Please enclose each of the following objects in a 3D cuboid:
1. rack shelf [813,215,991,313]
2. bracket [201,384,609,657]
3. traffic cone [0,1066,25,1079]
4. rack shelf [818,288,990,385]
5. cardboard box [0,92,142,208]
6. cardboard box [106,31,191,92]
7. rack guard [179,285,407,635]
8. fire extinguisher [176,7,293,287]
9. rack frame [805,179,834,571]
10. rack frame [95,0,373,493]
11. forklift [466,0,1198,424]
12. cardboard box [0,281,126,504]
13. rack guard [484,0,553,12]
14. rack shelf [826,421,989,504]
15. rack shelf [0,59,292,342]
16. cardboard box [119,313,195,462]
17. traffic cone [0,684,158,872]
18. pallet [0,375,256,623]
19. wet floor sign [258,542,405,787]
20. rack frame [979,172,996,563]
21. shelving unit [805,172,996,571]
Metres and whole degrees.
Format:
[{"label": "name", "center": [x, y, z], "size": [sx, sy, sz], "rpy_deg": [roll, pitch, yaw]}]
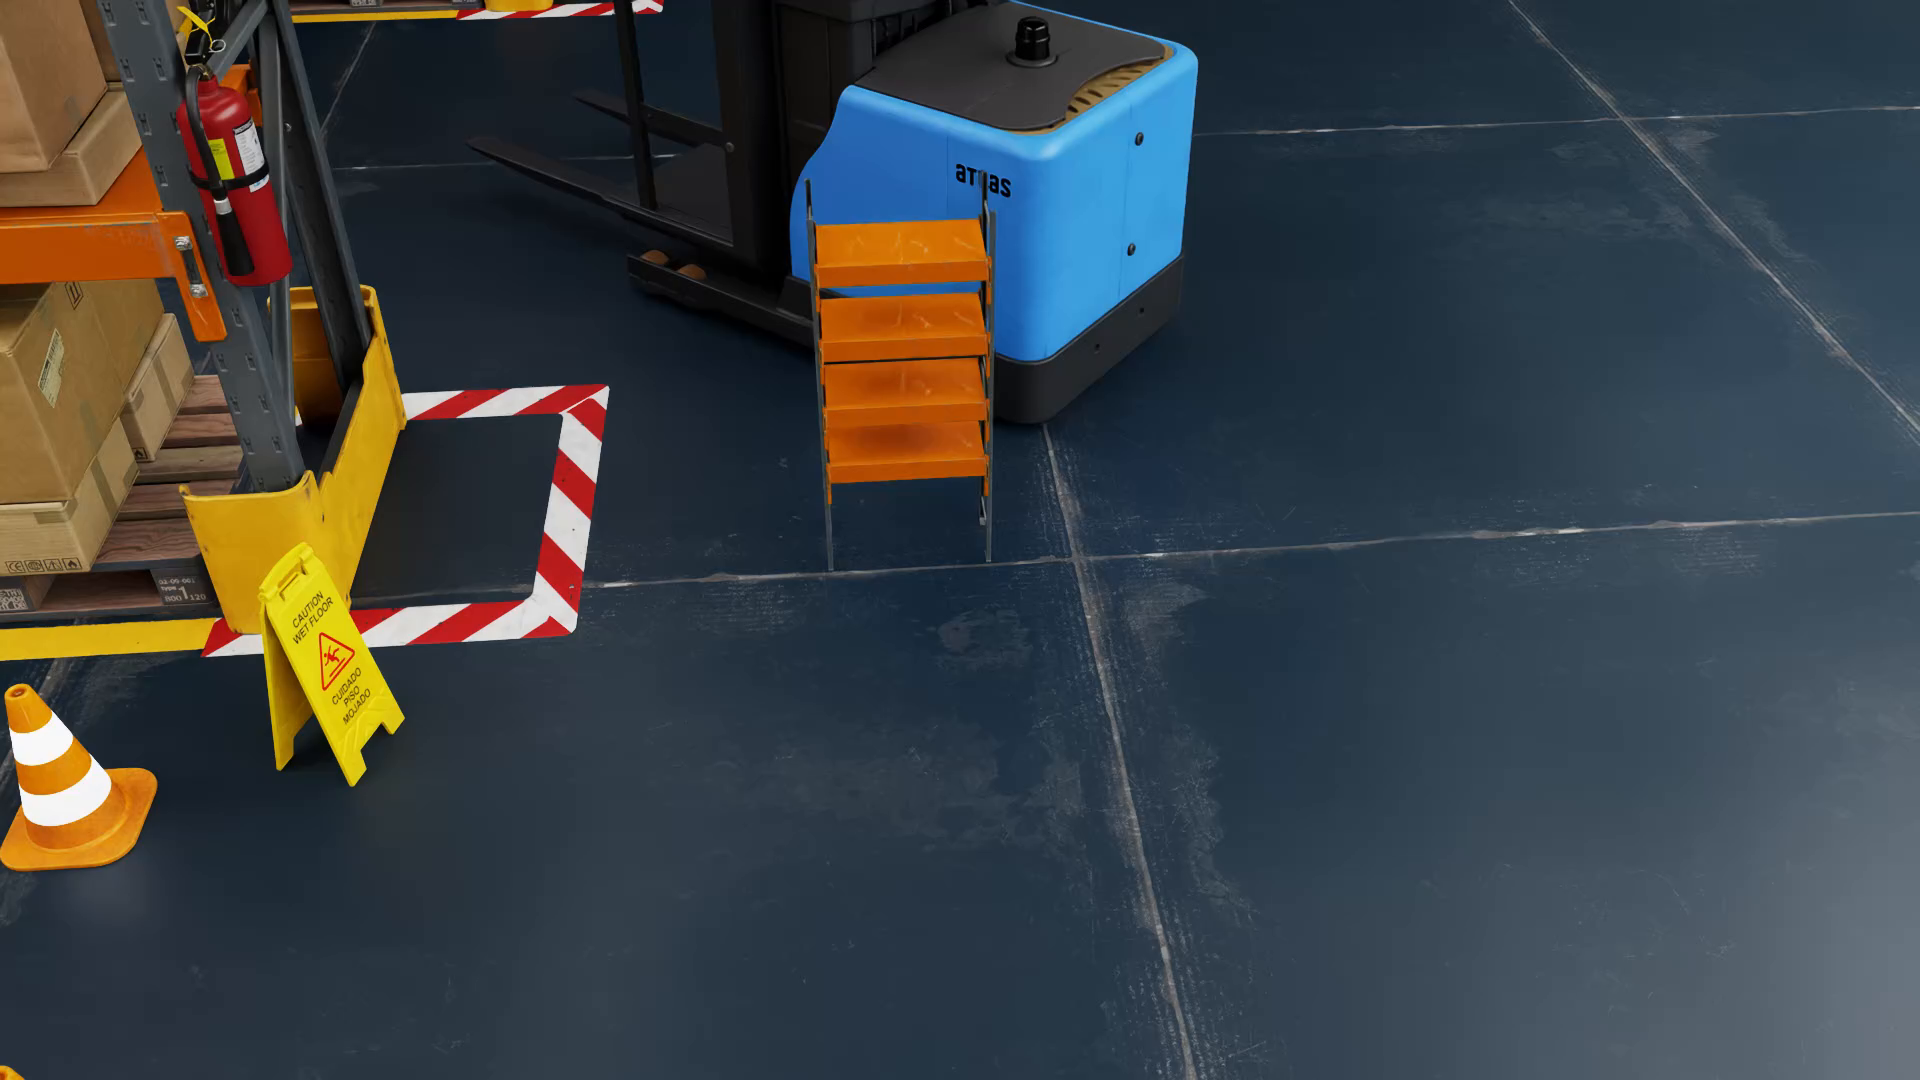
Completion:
[{"label": "rack shelf", "center": [-0.165, -0.770, 4.623], "size": [0.480, 0.148, 0.258], "rpy_deg": [-3, 38, -4]}, {"label": "bracket", "center": [-1.724, -0.110, 5.390], "size": [1.079, 0.001, 1.378], "rpy_deg": [-3, 38, -4]}, {"label": "traffic cone", "center": [-1.849, 1.213, 3.339], "size": [0.334, 0.463, 0.336], "rpy_deg": [-3, 38, -4]}, {"label": "rack shelf", "center": [-0.165, -0.585, 4.770], "size": [0.480, 0.148, 0.258], "rpy_deg": [-3, 38, -4]}, {"label": "cardboard box", "center": [-2.326, -1.018, 4.321], "size": [0.250, 0.149, 0.380], "rpy_deg": [-2, 38, -2]}, {"label": "cardboard box", "center": [-2.329, -1.279, 4.652], "size": [0.250, 0.149, 0.380], "rpy_deg": [-3, 38, -4]}, {"label": "rack guard", "center": [-2.048, -0.283, 5.205], "size": [0.348, 0.500, 1.175], "rpy_deg": [-3, 38, -4]}, {"label": "fire extinguisher", "center": [-1.818, -0.960, 4.108], "size": [0.183, 0.674, 0.296], "rpy_deg": [-3, 38, -4]}, {"label": "rack frame", "center": [-0.408, -0.449, 4.850], "size": [0.015, 1.200, 0.240], "rpy_deg": [-3, 38, -4]}, {"label": "rack frame", "center": [-1.972, -1.269, 4.436], "size": [0.127, 3.000, 1.000], "rpy_deg": [-3, 38, -4]}, {"label": "forklift", "center": [-0.667, -2.274, 5.765], "size": [3.031, 2.935, 1.130], "rpy_deg": [24, 44, 27]}, {"label": "cardboard box", "center": [-2.747, -0.444, 4.666], "size": [0.500, 0.500, 0.500], "rpy_deg": [-3, 38, -4]}, {"label": "rack guard", "center": [-2.392, -3.351, 9.094], "size": [0.348, 0.500, 1.175], "rpy_deg": [-3, 38, -4]}, {"label": "rack shelf", "center": [-0.165, -0.253, 5.032], "size": [0.480, 0.148, 0.258], "rpy_deg": [-3, 38, -4]}, {"label": "rack shelf", "center": [-3.964, -0.877, 4.520], "size": [4.000, 0.370, 1.077], "rpy_deg": [-3, 38, -4]}, {"label": "cardboard box", "center": [-2.800, -0.481, 5.318], "size": [0.500, 0.250, 0.500], "rpy_deg": [-3, 38, -4]}, {"label": "traffic cone", "center": [-2.286, 0.547, 4.184], "size": [0.334, 0.463, 0.336], "rpy_deg": [-3, 38, -4]}, {"label": "pallet", "center": [-2.860, -0.147, 5.266], "size": [1.213, 0.211, 1.003], "rpy_deg": [-3, 38, -4]}, {"label": "wet floor sign", "center": [-1.688, 0.305, 4.342], "size": [0.232, 0.644, 0.267], "rpy_deg": [9, 39, 12]}, {"label": "rack frame", "center": [0.078, -0.475, 4.884], "size": [0.015, 1.200, 0.240], "rpy_deg": [-3, 38, -4]}, {"label": "shelving unit", "center": [-0.165, -0.462, 4.867], "size": [0.503, 1.200, 0.258], "rpy_deg": [-3, 38, -4]}]
